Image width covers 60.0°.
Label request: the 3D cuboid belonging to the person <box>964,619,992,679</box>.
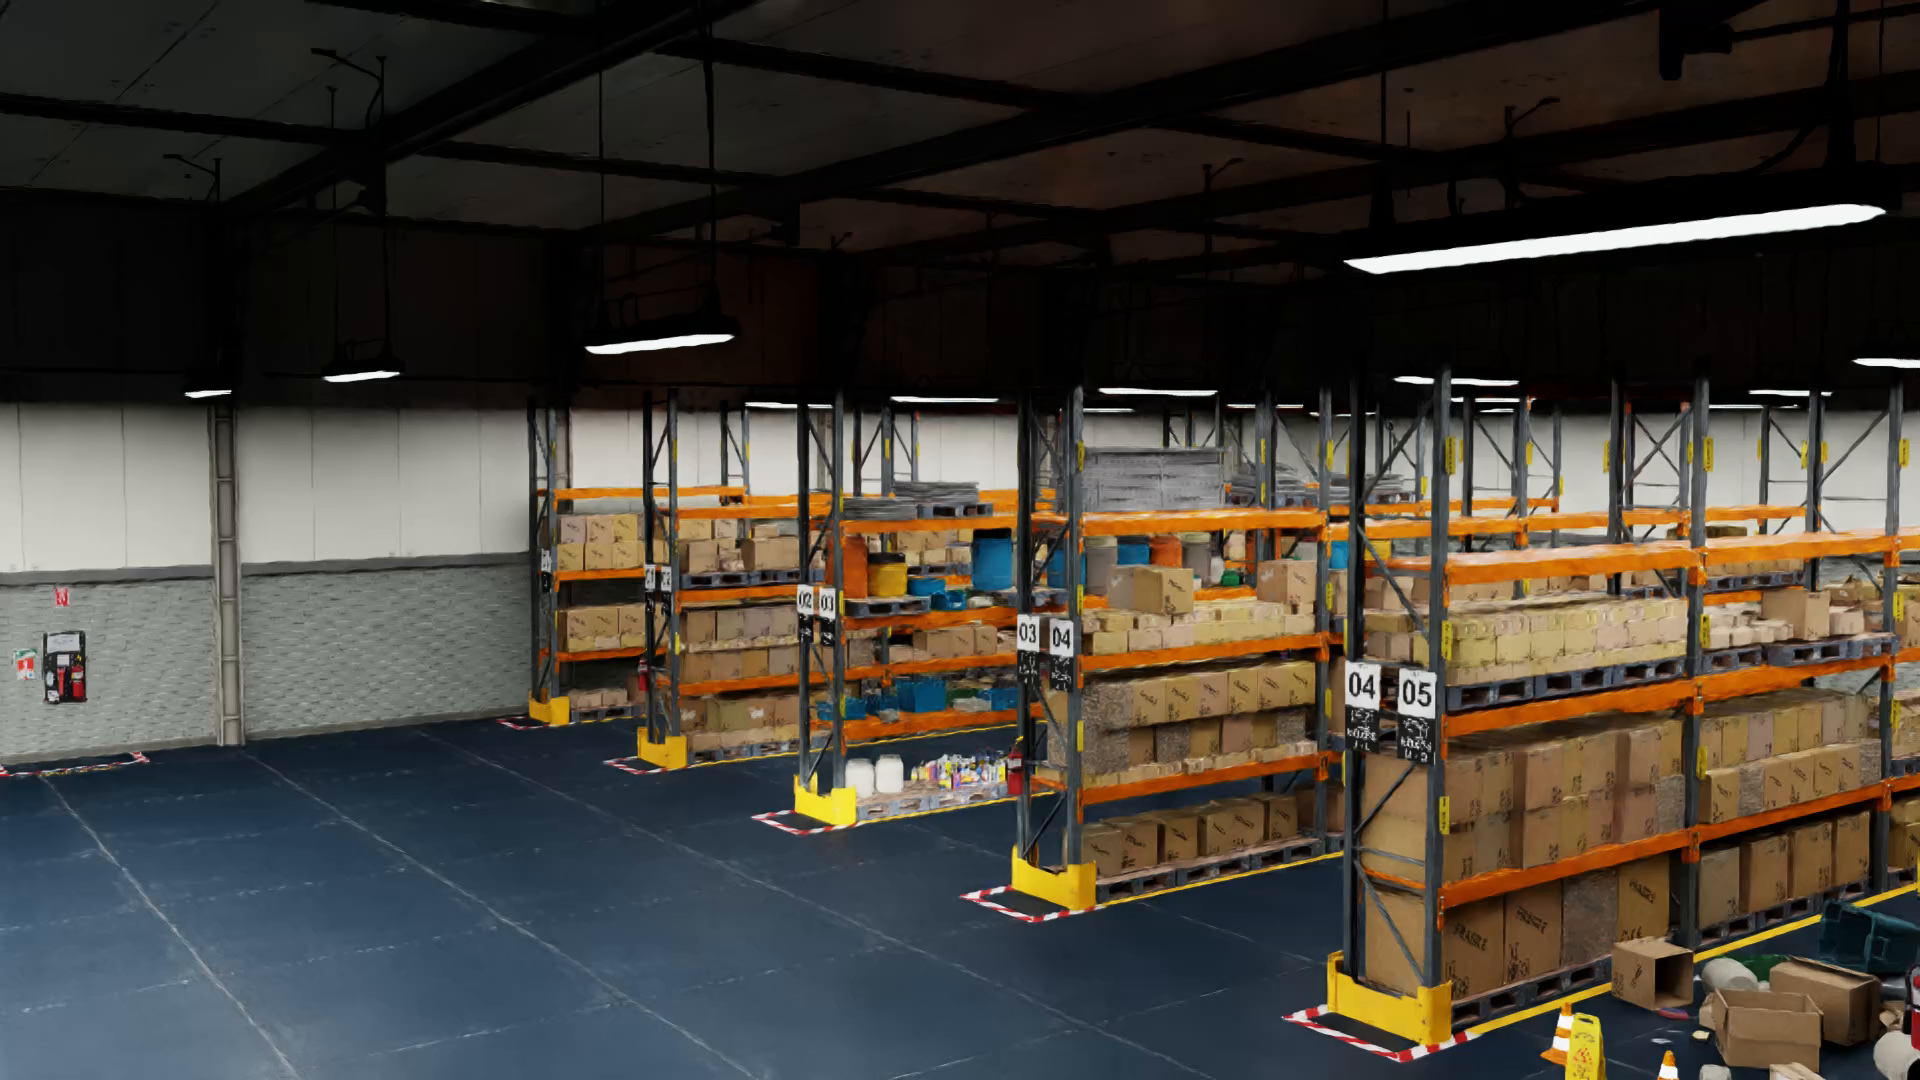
[{"bbox_3d":[0.325,2.355,32.789,1.034,1.724,0.553,-2,4,-27],"label":"person"}]
